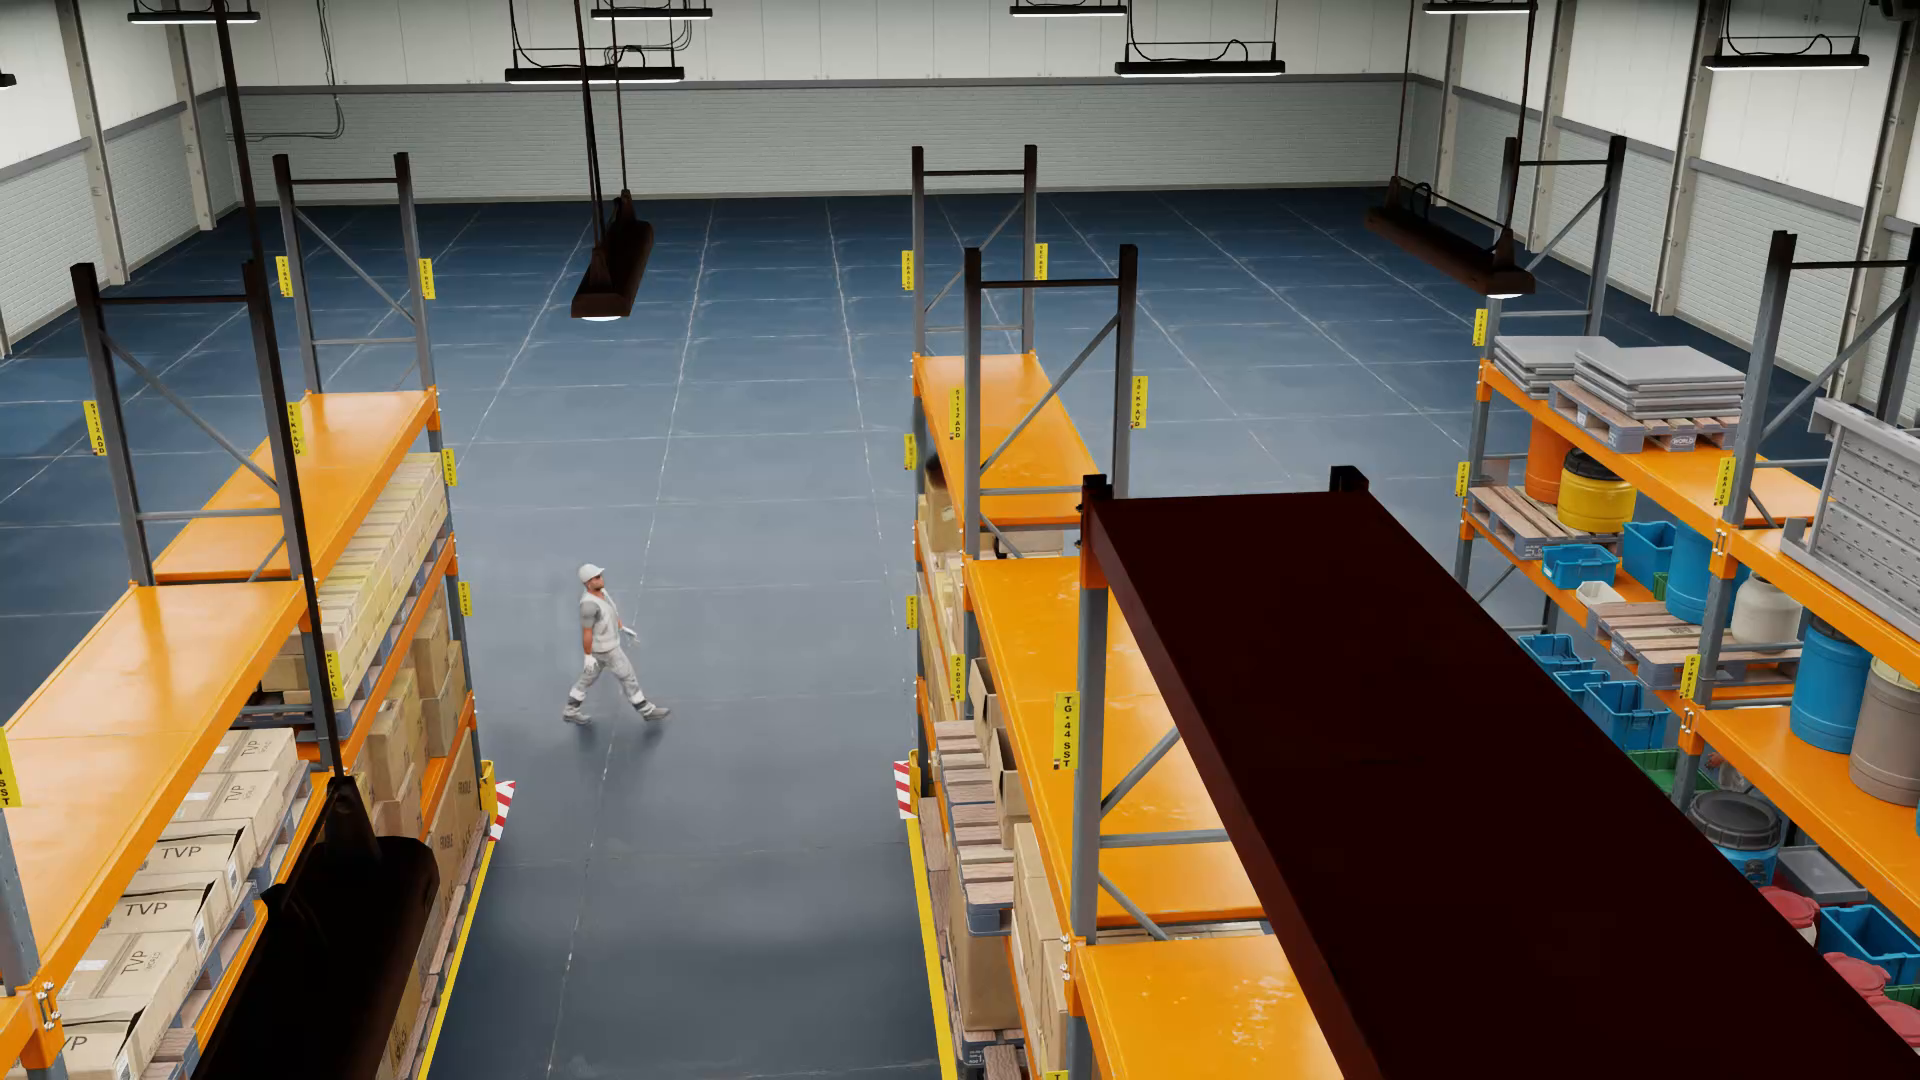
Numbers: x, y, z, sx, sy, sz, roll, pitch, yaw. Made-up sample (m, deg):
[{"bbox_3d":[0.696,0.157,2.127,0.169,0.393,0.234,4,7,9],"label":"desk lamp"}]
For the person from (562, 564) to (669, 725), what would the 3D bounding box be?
[{"bbox_3d":[-3.523,1.034,16.655,1.027,1.736,0.524,-11,24,-25],"label":"person"}]

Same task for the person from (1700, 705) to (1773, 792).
[{"bbox_3d":[6.858,1.796,14.743,0.517,1.774,0.714,11,24,26],"label":"person"}]
